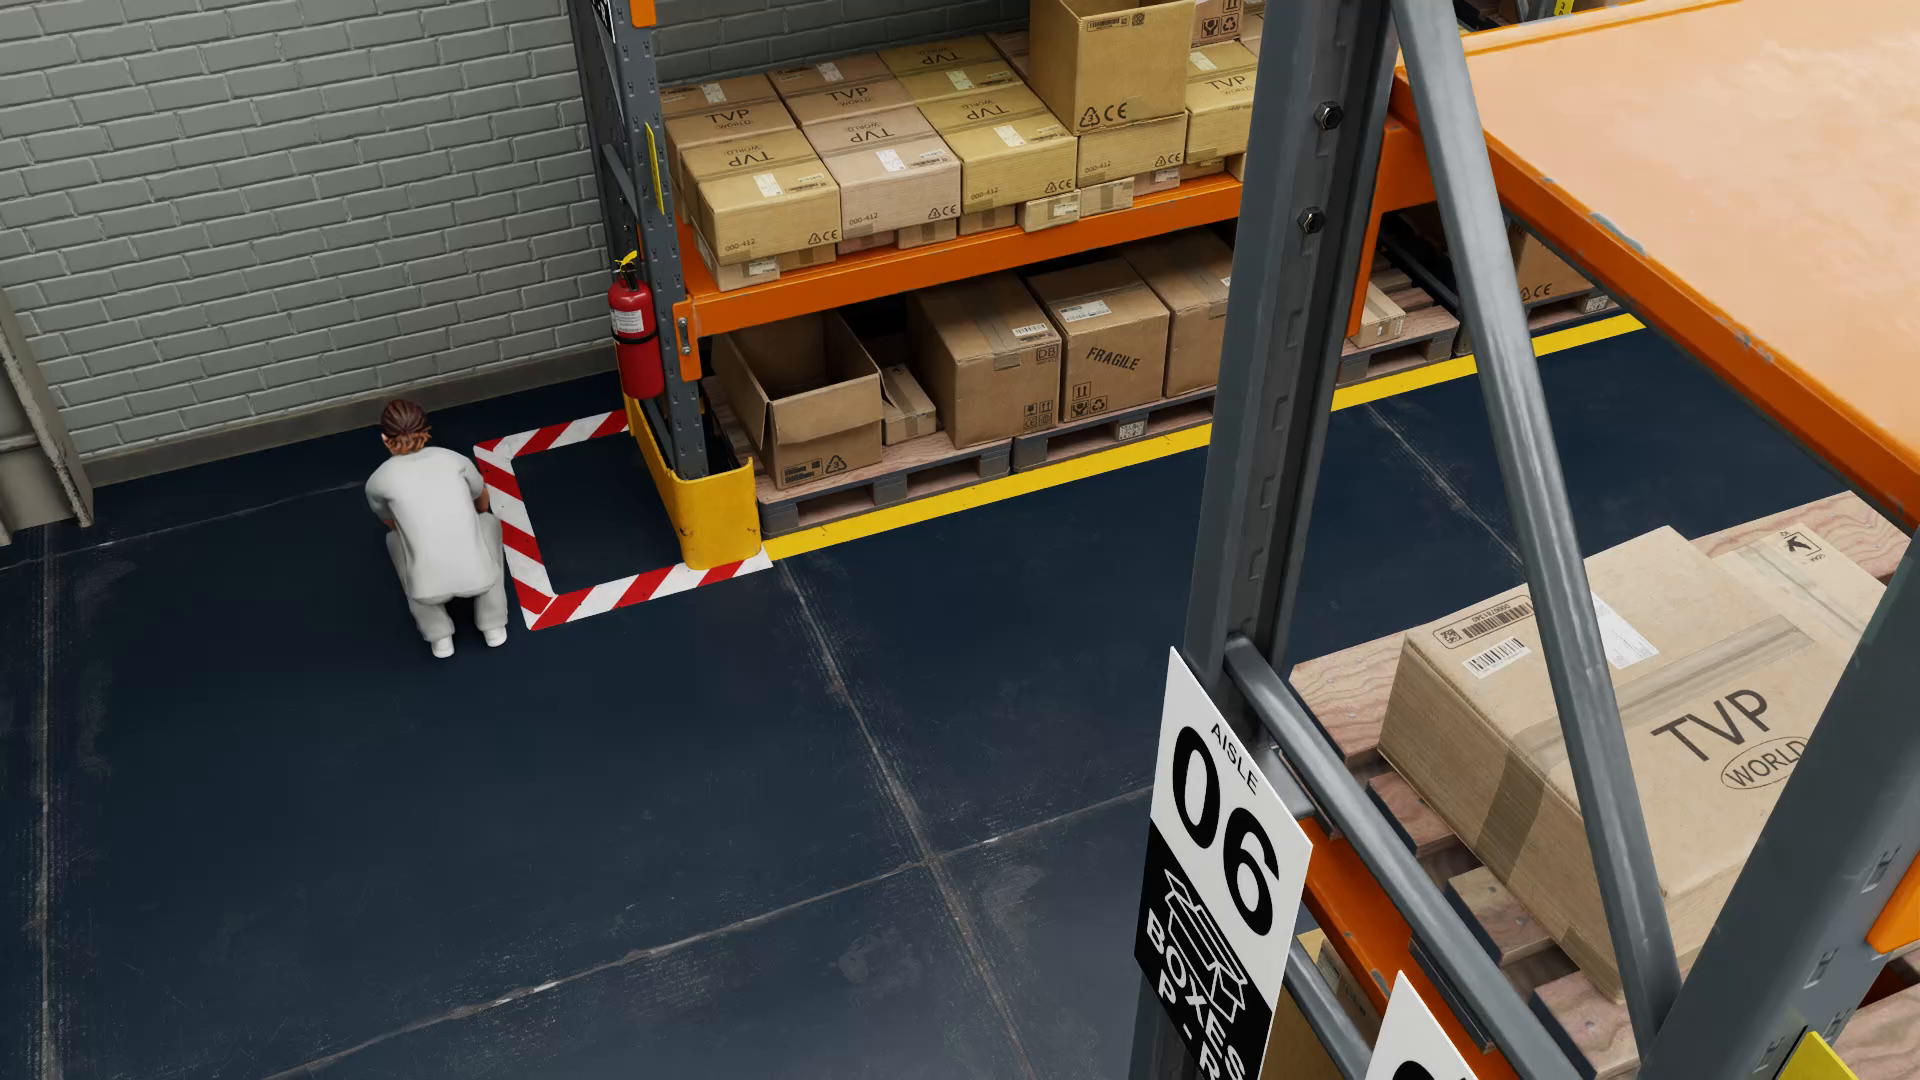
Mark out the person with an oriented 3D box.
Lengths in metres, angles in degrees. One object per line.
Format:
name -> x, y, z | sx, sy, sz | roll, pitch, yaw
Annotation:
person -> -2.128, -0.049, 6.771 | 0.486, 0.938, 0.811 | -12, 43, -13
